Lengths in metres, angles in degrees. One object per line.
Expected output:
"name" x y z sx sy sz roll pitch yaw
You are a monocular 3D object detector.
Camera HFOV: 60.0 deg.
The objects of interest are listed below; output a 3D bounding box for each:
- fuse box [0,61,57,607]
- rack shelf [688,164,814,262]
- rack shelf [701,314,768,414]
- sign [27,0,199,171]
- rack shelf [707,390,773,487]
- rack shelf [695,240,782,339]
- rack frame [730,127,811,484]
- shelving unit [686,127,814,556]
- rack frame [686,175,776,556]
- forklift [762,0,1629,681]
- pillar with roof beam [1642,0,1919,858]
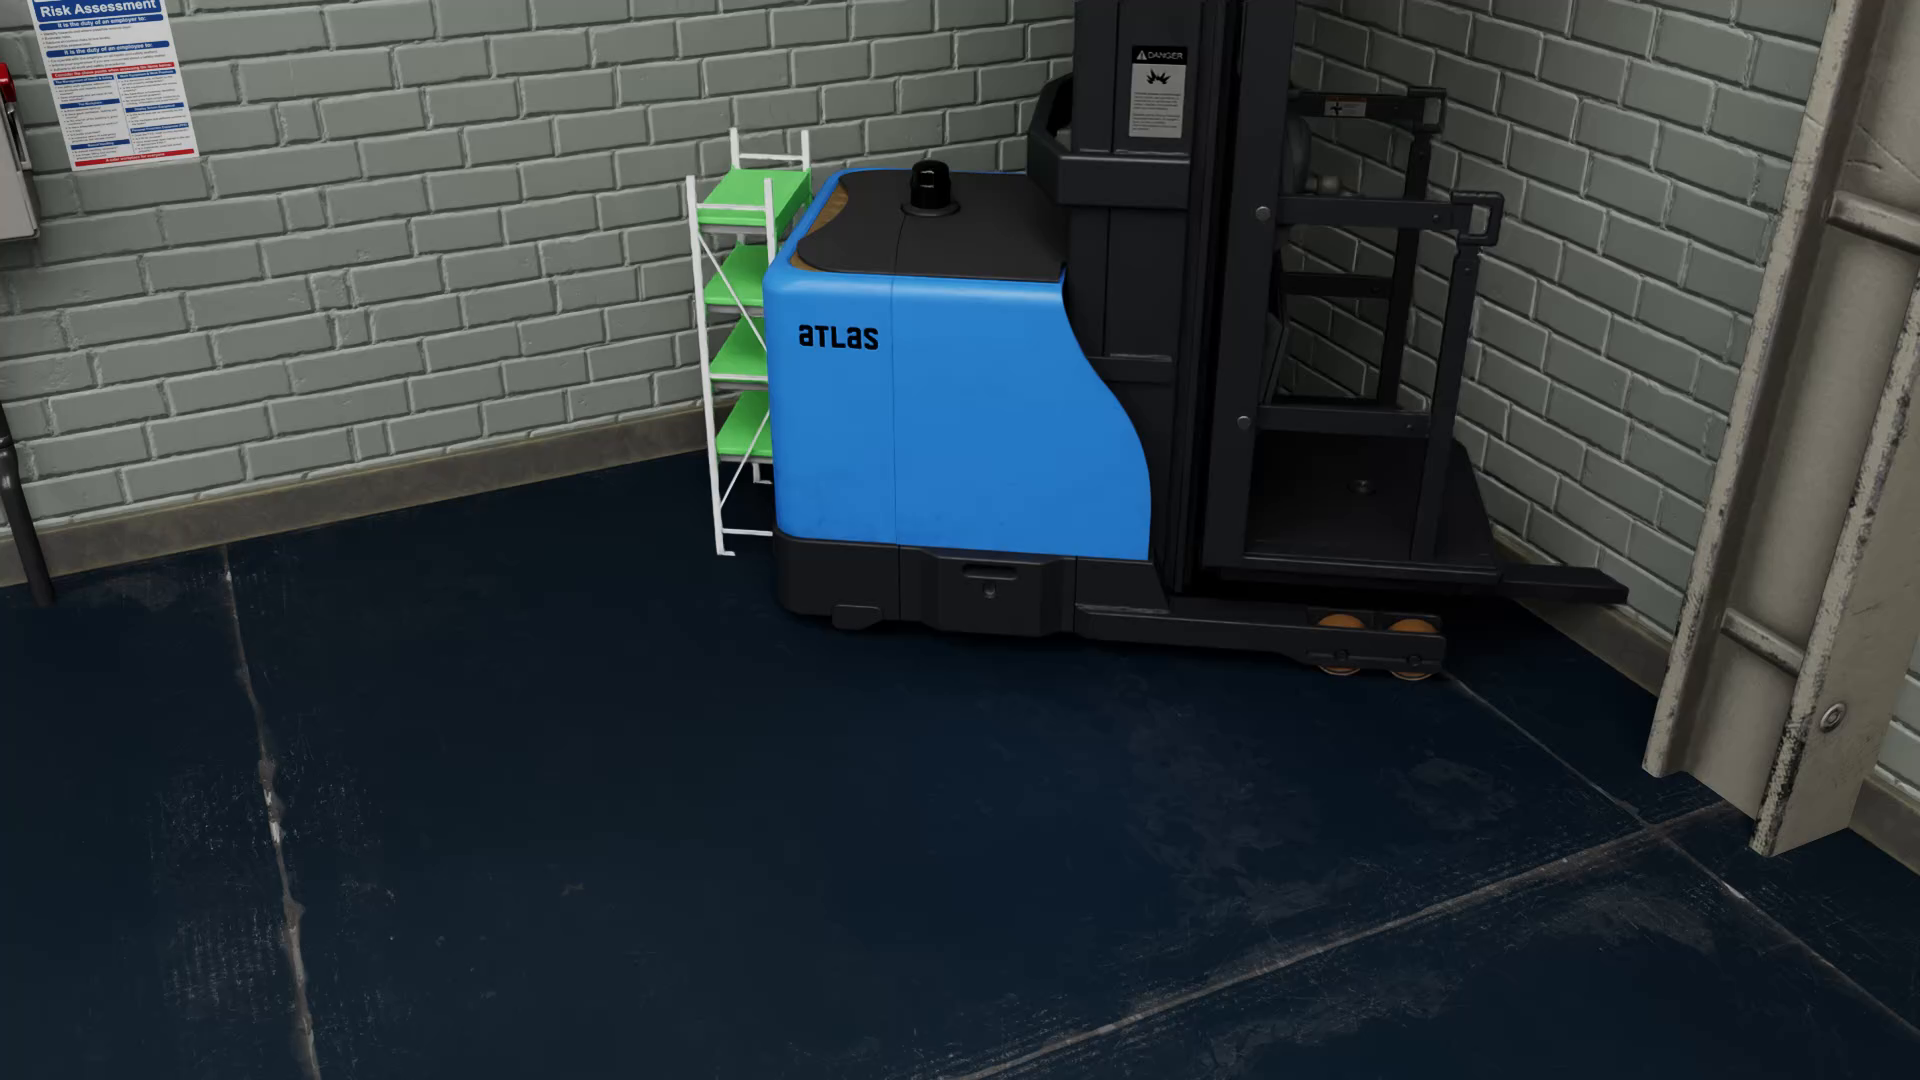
"fuse box" -2.668 -0.555 4.491 0.539 1.711 0.414 -13 32 -22
"rack shelf" -0.604 -0.955 4.876 0.258 0.148 0.480 4 29 6
"rack shelf" -0.604 -0.537 5.111 0.258 0.148 0.480 4 29 6
"sign" -2.311 -1.271 4.547 0.329 0.494 0.001 -13 32 -22
"rack shelf" -0.604 -0.327 5.228 0.258 0.148 0.480 4 29 6
"rack shelf" -0.604 -0.746 4.993 0.258 0.148 0.480 4 29 6
"rack frame" -0.573 -0.711 5.291 0.240 1.200 0.015 4 29 6
"shelving unit" -0.604 -0.592 5.080 0.258 1.200 0.503 4 29 6
"rack frame" -0.636 -0.474 4.869 0.240 1.200 0.015 4 29 6
"forklift" 1.025 -1.170 4.339 3.031 2.935 1.130 4 29 6
"pillar with roof beam" -1.936 -2.392 0.315 9.100 9.000 0.400 -13 32 -22
